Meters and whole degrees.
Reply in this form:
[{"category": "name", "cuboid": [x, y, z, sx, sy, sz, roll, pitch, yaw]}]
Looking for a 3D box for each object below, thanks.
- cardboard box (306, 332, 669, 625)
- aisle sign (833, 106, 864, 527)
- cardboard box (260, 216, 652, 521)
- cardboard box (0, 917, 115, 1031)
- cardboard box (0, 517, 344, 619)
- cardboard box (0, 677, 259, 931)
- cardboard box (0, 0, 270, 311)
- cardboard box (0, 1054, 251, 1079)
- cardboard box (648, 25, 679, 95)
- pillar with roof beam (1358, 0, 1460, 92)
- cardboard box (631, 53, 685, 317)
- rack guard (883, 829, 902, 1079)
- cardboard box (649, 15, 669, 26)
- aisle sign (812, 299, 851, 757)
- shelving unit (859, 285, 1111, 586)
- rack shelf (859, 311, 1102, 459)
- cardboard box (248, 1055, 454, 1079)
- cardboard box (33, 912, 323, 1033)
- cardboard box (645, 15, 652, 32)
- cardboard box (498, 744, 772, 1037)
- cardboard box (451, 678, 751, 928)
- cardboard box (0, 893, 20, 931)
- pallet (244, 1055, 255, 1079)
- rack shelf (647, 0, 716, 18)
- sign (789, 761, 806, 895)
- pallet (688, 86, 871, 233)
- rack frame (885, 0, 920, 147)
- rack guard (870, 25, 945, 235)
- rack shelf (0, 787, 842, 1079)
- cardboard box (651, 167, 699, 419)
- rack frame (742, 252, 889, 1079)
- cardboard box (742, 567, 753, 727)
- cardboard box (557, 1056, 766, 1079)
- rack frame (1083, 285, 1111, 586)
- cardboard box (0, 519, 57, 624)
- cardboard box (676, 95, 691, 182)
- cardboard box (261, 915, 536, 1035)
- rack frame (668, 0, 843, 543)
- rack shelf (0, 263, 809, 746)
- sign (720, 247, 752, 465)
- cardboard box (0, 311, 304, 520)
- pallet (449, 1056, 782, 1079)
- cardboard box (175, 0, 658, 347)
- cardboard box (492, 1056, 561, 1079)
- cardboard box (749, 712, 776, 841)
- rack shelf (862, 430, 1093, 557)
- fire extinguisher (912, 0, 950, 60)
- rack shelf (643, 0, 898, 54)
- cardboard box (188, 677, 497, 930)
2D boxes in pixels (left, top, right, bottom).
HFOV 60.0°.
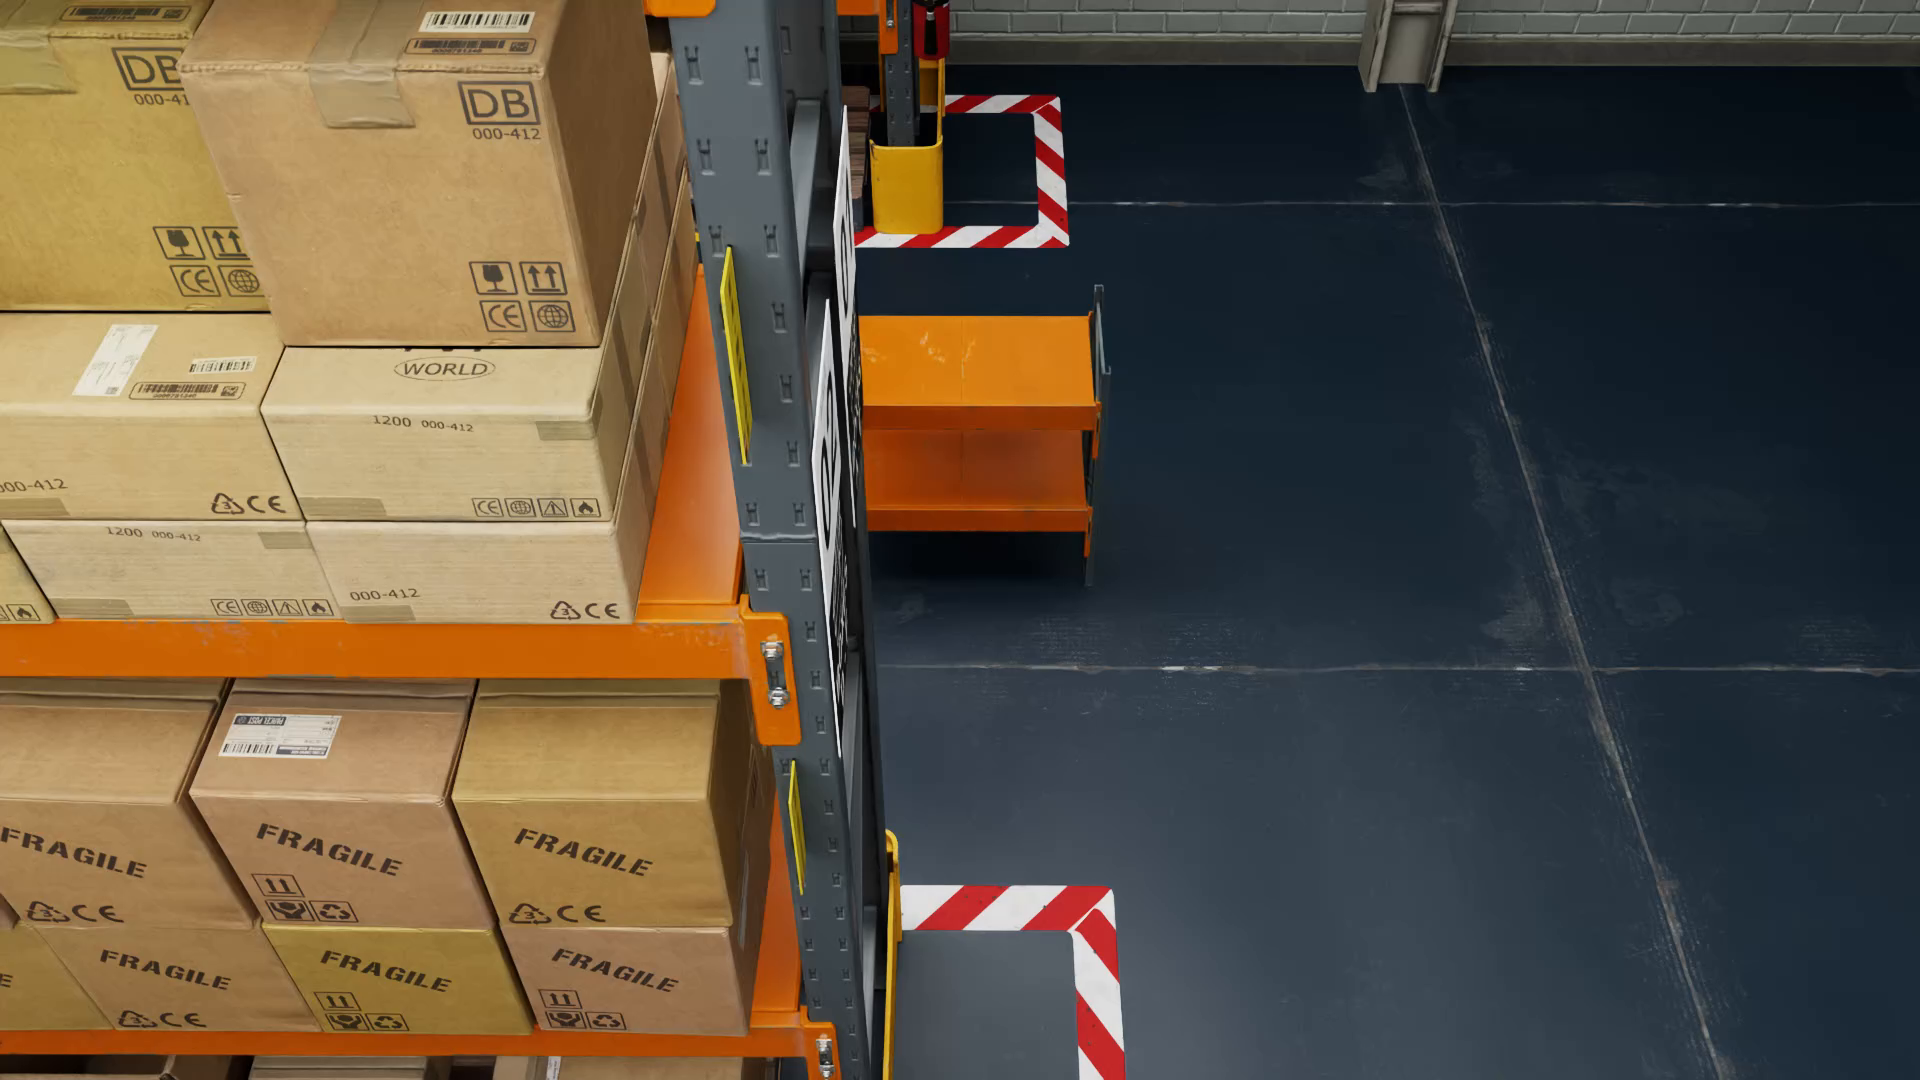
[{"category": "cardboard box", "cuboid": [-0.809, -0.118, 2.945, 0.500, 0.250, 0.500, 0, 47, 0]}, {"category": "aisle sign", "cuboid": [-0.225, -0.439, 3.415, 0.004, 0.787, 0.394, 0, 47, 0]}, {"category": "cardboard box", "cuboid": [-0.809, -0.295, 2.768, 0.500, 0.250, 0.500, 0, 47, 0]}, {"category": "cardboard box", "cuboid": [-2.265, 0.819, 3.951, 0.500, 0.500, 0.500, 0, 47, 0]}, {"category": "cardboard box", "cuboid": [-1.309, -0.128, 2.954, 0.500, 0.250, 0.500, 0, 47, 0]}, {"category": "cardboard box", "cuboid": [-1.764, 0.488, 3.576, 0.500, 0.500, 0.500, 1, 47, 1]}, {"category": "cardboard box", "cuboid": [-1.308, -0.788, 2.715, 0.500, 0.500, 0.700, 0, 47, 0]}, {"category": "cardboard box", "cuboid": [-2.416, 1.352, 4.928, 0.637, 0.503, 0.797, 0, 47, 0]}, {"category": "cardboard box", "cuboid": [-1.365, -2.273, 7.875, 0.250, 0.149, 0.380, 1, 47, 1]}, {"category": "pillar with roof beam", "cuboid": [2.407, -2.484, 2.995, 0.400, 9.000, 9.100, 0, 47, 0]}, {"category": "cardboard box", "cuboid": [-0.807, -0.672, 3.119, 0.500, 0.250, 0.500, 0, 47, 0]}, {"category": "rack guard", "cuboid": [-0.371, 1.513, 5.081, 0.348, 0.500, 1.175, 0, 47, 0]}, {"category": "cardboard box", "cuboid": [-1.361, -2.553, 8.135, 0.250, 0.149, 0.380, 0, 47, 0]}, {"category": "aisle sign", "cuboid": [-0.228, 0.000, 3.006, 0.004, 0.787, 0.394, 0, 47, 0]}, {"category": "shelving unit", "cuboid": [0.007, -0.383, 6.419, 1.048, 1.125, 0.538, 0, 47, 0]}, {"category": "rack shelf", "cuboid": [0.007, -0.583, 6.205, 1.000, 0.278, 0.538, 0, 47, 0]}, {"category": "cardboard box", "cuboid": [-1.789, 1.602, 4.868, 0.500, 0.250, 0.500, 0, 47, 0]}, {"category": "cardboard box", "cuboid": [-1.761, 0.821, 3.949, 0.500, 0.500, 0.500, 0, 47, 0]}, {"category": "cardboard box", "cuboid": [-1.611, -2.554, 8.136, 0.250, 0.149, 0.380, 1, 47, 0]}, {"category": "cardboard box", "cuboid": [-0.744, 0.825, 3.945, 0.500, 0.500, 0.500, 1, 47, 1]}, {"category": "cardboard box", "cuboid": [-0.741, 0.486, 3.577, 0.500, 0.500, 0.500, 0, 47, 0]}, {"category": "cardboard box", "cuboid": [-2.278, 0.486, 3.578, 0.500, 0.500, 0.500, 1, 47, 1]}, {"category": "pallet", "cuboid": [-2.385, 1.604, 5.194, 1.213, 0.211, 1.003, 0, 47, 0]}, {"category": "rack shelf", "cuboid": [-2.295, -1.142, 2.240, 4.000, 0.370, 1.077, 0, 47, 0]}, {"category": "sign", "cuboid": [-0.317, 0.565, 3.249, 0.005, 0.325, 0.100, 0, 47, 0]}, {"category": "pallet", "cuboid": [-1.080, -1.960, 8.511, 1.213, 0.211, 1.003, 0, 47, 0]}, {"category": "rack frame", "cuboid": [-0.280, -2.965, 7.541, 0.127, 3.000, 1.000, 0, 47, 0]}, {"category": "rack guard", "cuboid": [-0.256, -2.113, 8.456, 0.348, 0.500, 1.175, 0, 47, 0]}, {"category": "rack shelf", "cuboid": [-2.295, 0.901, 4.435, 4.000, 0.370, 1.077, 0, 47, 0]}, {"category": "cardboard box", "cuboid": [-0.807, -0.497, 3.298, 0.500, 0.250, 0.500, 0, 47, 0]}, {"category": "rack frame", "cuboid": [-0.295, 0.661, 4.166, 0.127, 3.000, 1.000, 0, 47, 0]}, {"category": "cardboard box", "cuboid": [-0.737, 0.092, 3.944, 0.500, 0.500, 0.500, 1, 47, 1]}, {"category": "cardboard box", "cuboid": [-0.839, 1.542, 4.754, 0.500, 0.500, 0.500, 0, 47, 0]}, {"category": "rack frame", "cuboid": [0.515, -0.382, 6.418, 0.032, 1.125, 0.500, 0, 47, 0]}, {"category": "cardboard box", "cuboid": [-1.809, -0.119, 2.946, 0.500, 0.250, 0.500, 0, 47, 0]}, {"category": "cardboard box", "cuboid": [-1.481, -2.186, 8.237, 0.500, 0.500, 0.700, 0, 47, 0]}, {"category": "cardboard box", "cuboid": [-1.262, 0.826, 3.944, 0.500, 0.500, 0.500, 1, 47, 0]}, {"category": "rack frame", "cuboid": [-0.295, -1.383, 1.970, 0.127, 3.000, 1.000, 0, 47, 0]}, {"category": "rack shelf", "cuboid": [-2.295, -0.121, 3.337, 4.000, 0.370, 1.077, 0, 47, 0]}, {"category": "sign", "cuboid": [-0.317, -0.256, 2.366, 0.005, 0.325, 0.100, 0, 47, 0]}, {"category": "cardboard box", "cuboid": [-1.309, -0.296, 2.769, 0.500, 0.250, 0.500, 0, 47, 0]}, {"category": "pallet", "cuboid": [-1.168, 1.610, 5.189, 1.213, 0.211, 1.003, 0, 47, 0]}, {"category": "cardboard box", "cuboid": [-0.808, -0.725, 2.656, 0.500, 0.500, 0.700, 0, 47, 0]}, {"category": "cardboard box", "cuboid": [-1.244, 1.588, 4.938, 0.250, 0.166, 0.380, 0, 47, 0]}, {"category": "cardboard box", "cuboid": [-0.737, 0.433, 4.310, 0.500, 0.500, 0.500, 1, 47, 1]}, {"category": "rack shelf", "cuboid": [0.007, -0.217, 6.598, 1.000, 0.278, 0.538, 0, 47, 0]}, {"category": "fire extinguisher", "cuboid": [-0.131, -2.473, 7.391, 0.183, 0.674, 0.296, 0, 47, 0]}, {"category": "rack shelf", "cuboid": [-2.280, -2.725, 7.810, 4.000, 0.370, 1.077, 0, 47, 0]}, {"category": "cardboard box", "cuboid": [-1.246, 0.486, 3.578, 0.500, 0.500, 0.500, 1, 47, 1]}]
